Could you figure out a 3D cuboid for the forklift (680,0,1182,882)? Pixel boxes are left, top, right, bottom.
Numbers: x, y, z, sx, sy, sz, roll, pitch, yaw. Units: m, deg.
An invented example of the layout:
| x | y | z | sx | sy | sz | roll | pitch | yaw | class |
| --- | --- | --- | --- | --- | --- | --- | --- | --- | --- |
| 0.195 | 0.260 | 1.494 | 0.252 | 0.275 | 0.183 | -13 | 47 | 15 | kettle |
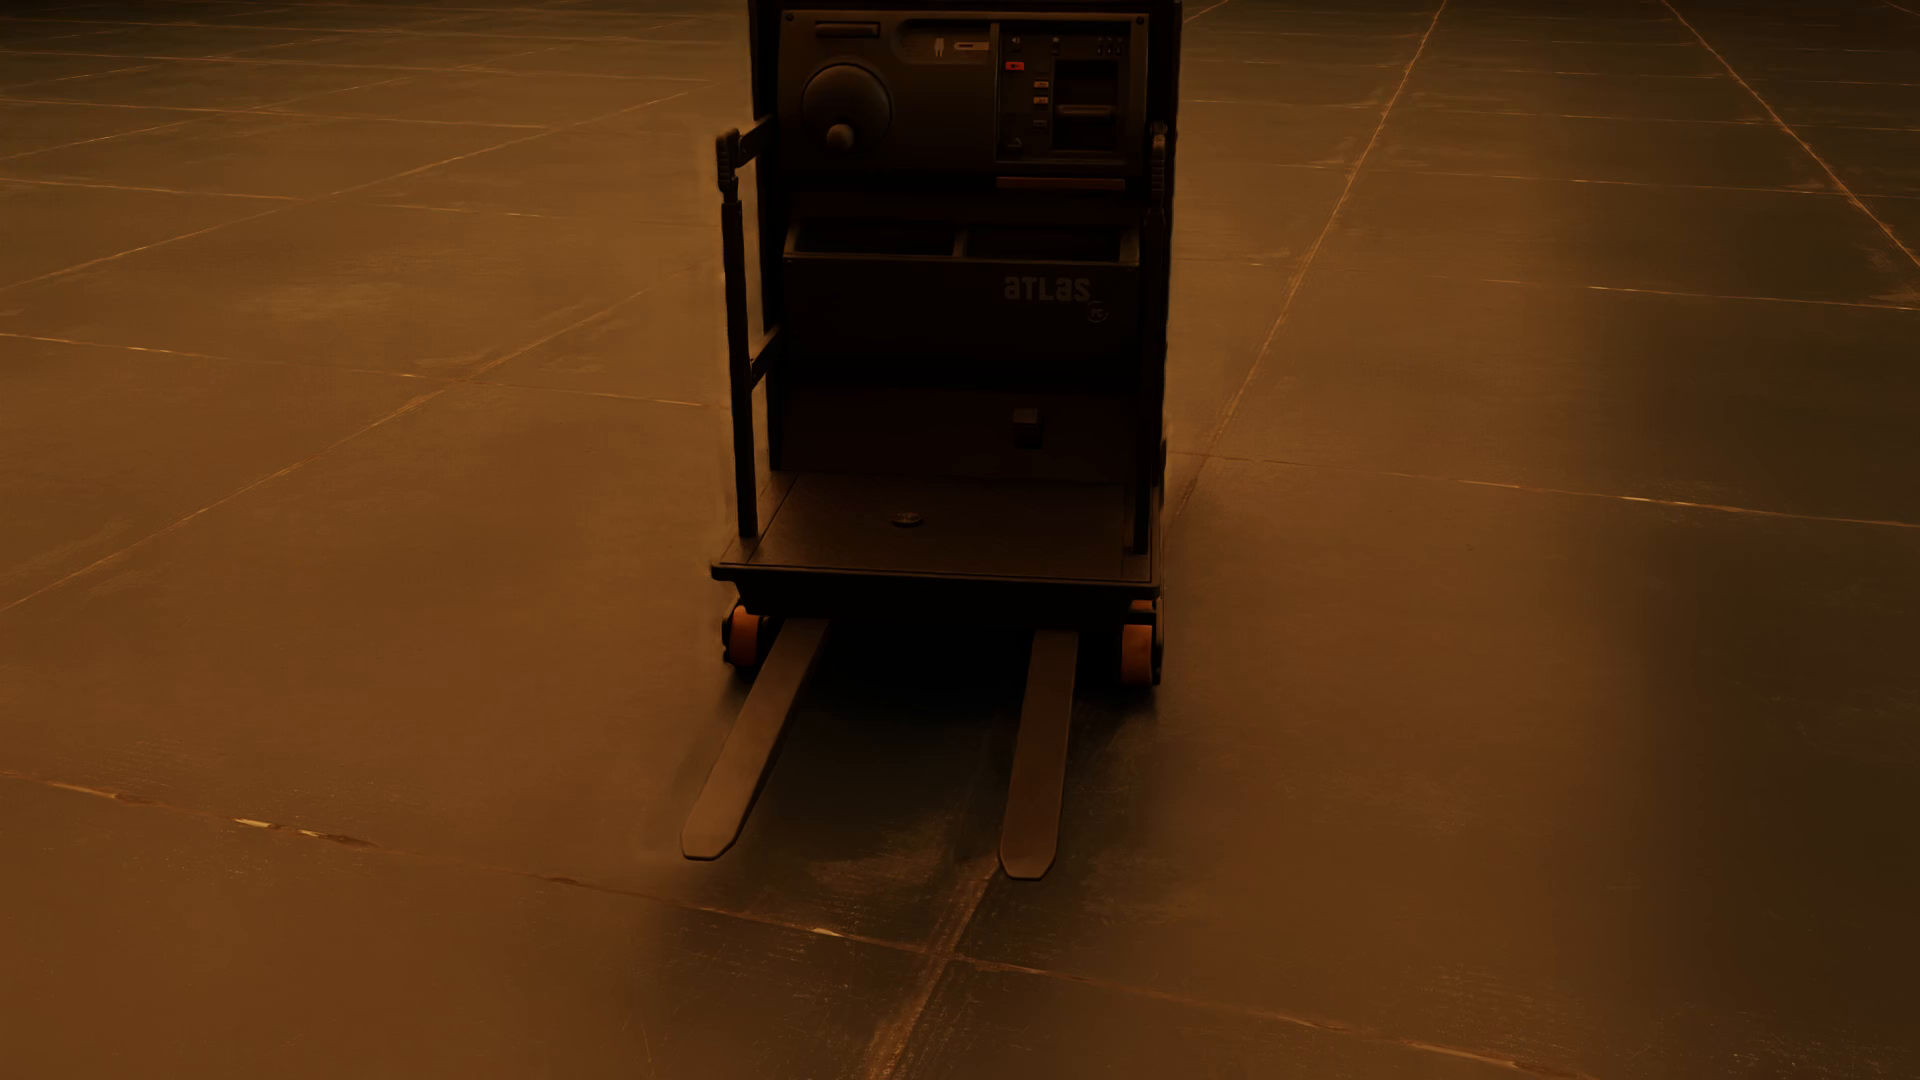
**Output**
| x | y | z | sx | sy | sz | roll | pitch | yaw | class |
| --- | --- | --- | --- | --- | --- | --- | --- | --- | --- |
| -0.017 | -1.117 | 3.986 | 1.130 | 2.935 | 3.031 | 2 | 23 | 6 | forklift |
